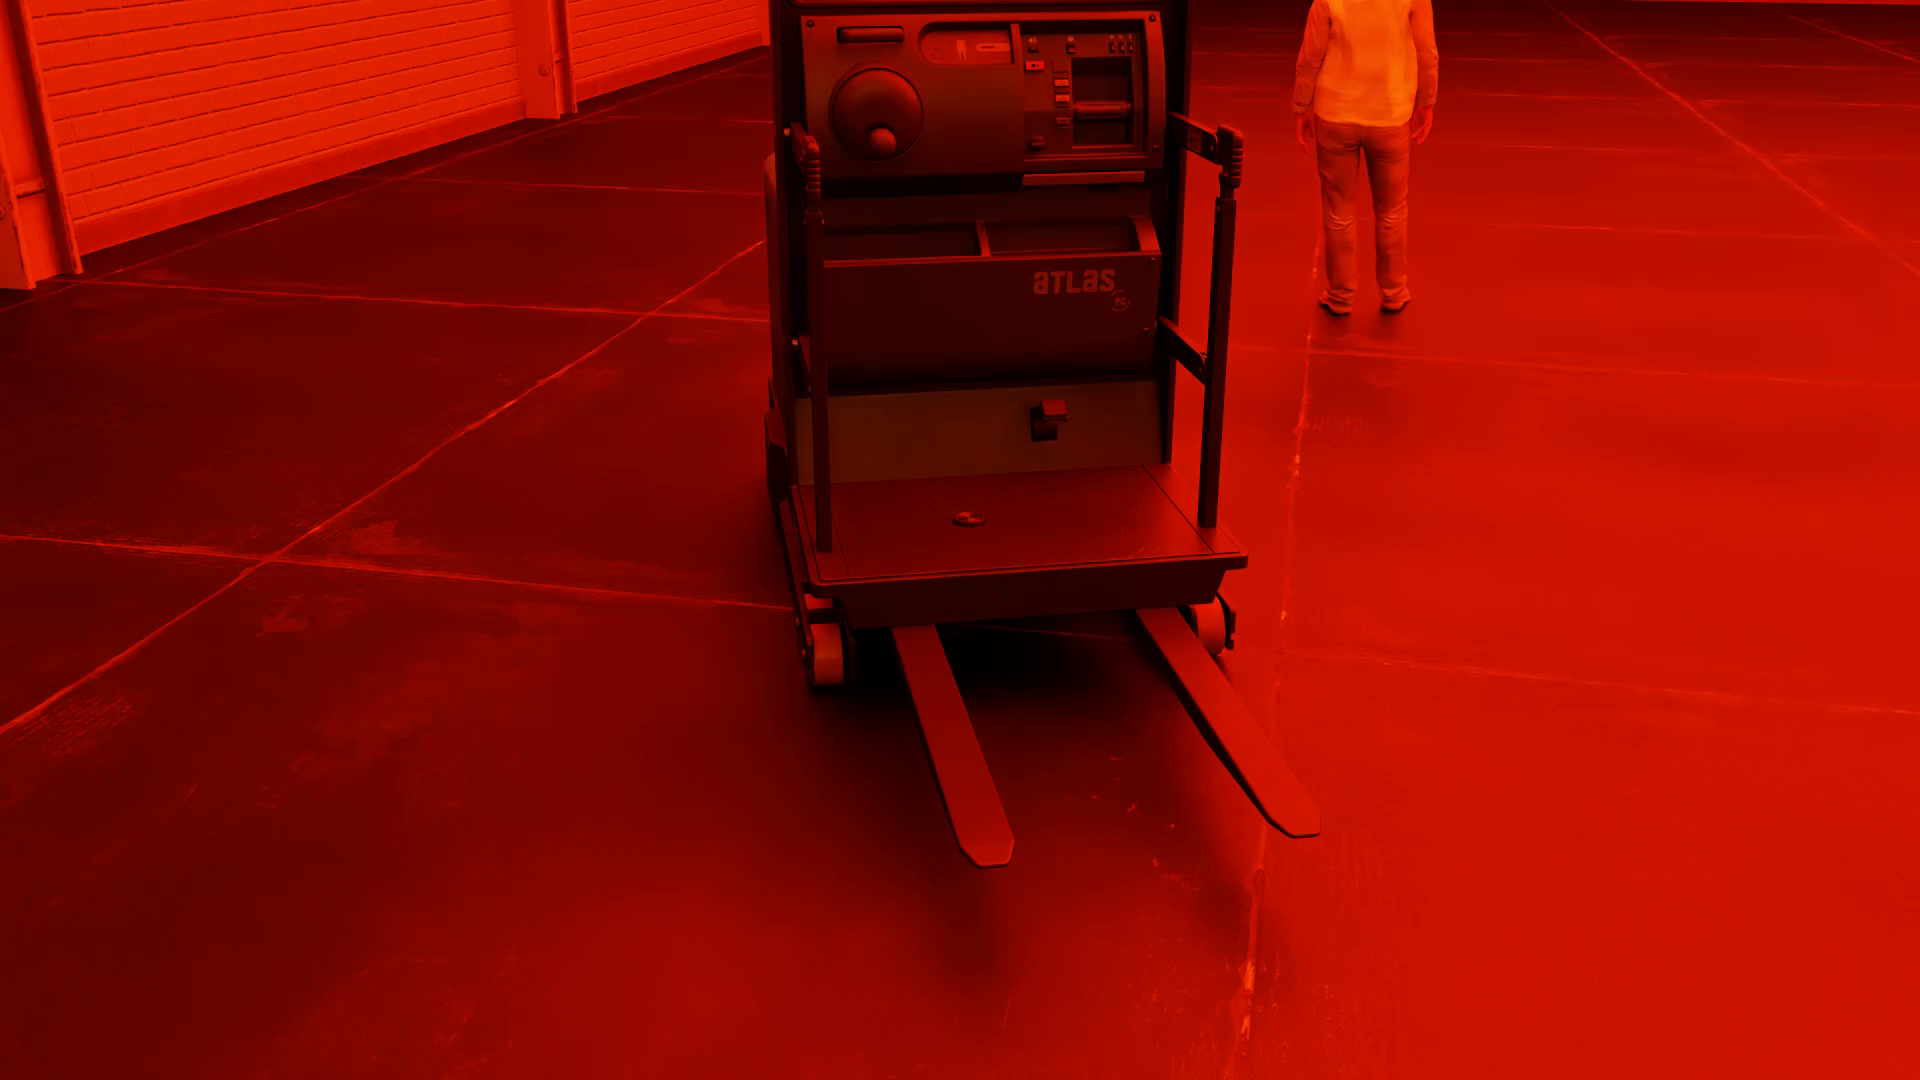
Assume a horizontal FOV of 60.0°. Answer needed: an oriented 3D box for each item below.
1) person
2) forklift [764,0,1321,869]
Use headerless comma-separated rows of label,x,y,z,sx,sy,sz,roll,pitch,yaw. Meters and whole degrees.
person,1.805,-1.907,7.458,0.629,1.774,0.566,4,22,9
forklift,0.104,-1.131,4.040,1.130,2.935,3.031,-4,22,-9
